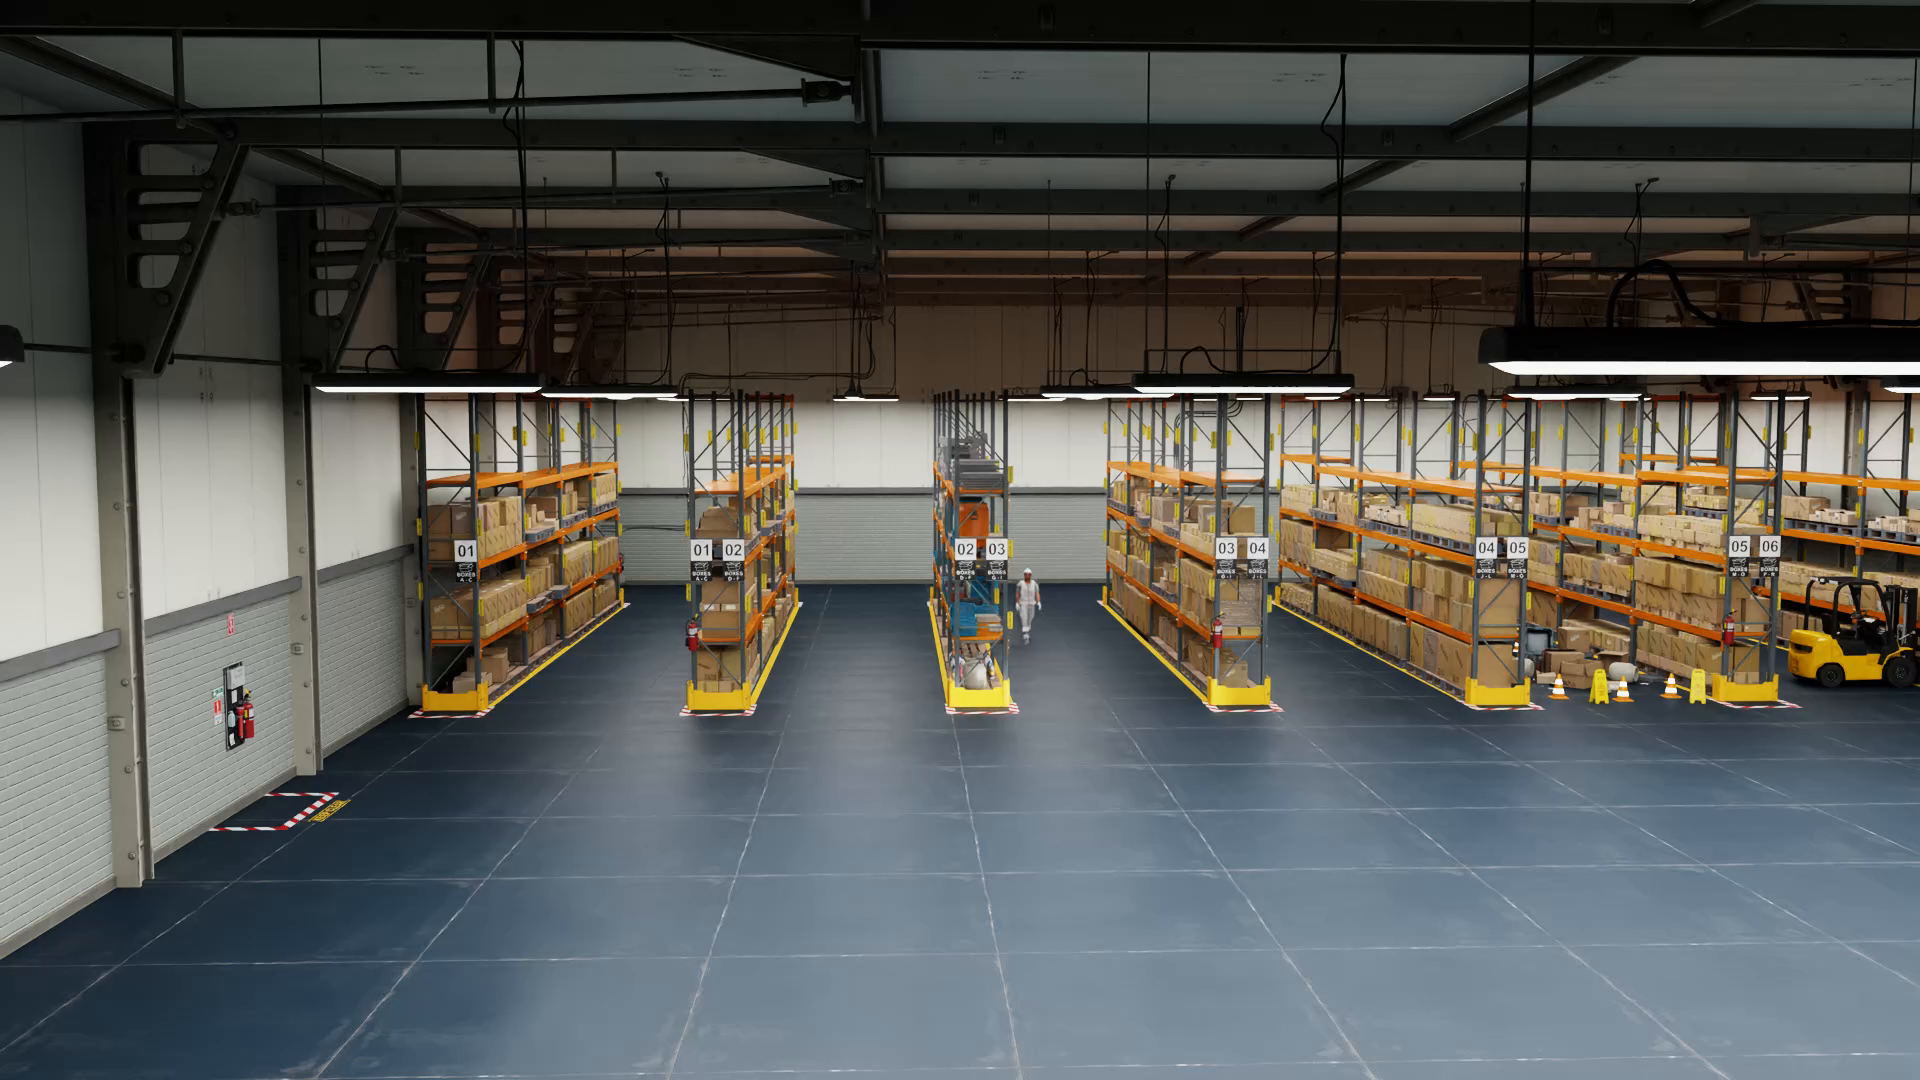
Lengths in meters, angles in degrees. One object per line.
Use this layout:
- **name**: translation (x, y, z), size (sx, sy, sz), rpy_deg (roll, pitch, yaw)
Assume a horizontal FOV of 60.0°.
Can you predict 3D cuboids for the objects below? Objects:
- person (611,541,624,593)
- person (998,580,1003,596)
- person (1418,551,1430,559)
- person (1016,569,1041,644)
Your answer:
- **person**: translation (-10.020, 0.893, 48.625), size (0.439, 1.748, 0.567), rpy_deg (0, 5, -1)
- **person**: translation (0.985, 0.813, 49.991), size (1.052, 1.674, 0.521), rpy_deg (2, 5, 20)
- **person**: translation (12.895, 1.064, 46.298), size (0.791, 1.755, 0.570), rpy_deg (3, 6, 33)
- **person**: translation (1.659, 1.571, 39.937), size (0.537, 1.750, 0.968), rpy_deg (-1, 5, -14)
